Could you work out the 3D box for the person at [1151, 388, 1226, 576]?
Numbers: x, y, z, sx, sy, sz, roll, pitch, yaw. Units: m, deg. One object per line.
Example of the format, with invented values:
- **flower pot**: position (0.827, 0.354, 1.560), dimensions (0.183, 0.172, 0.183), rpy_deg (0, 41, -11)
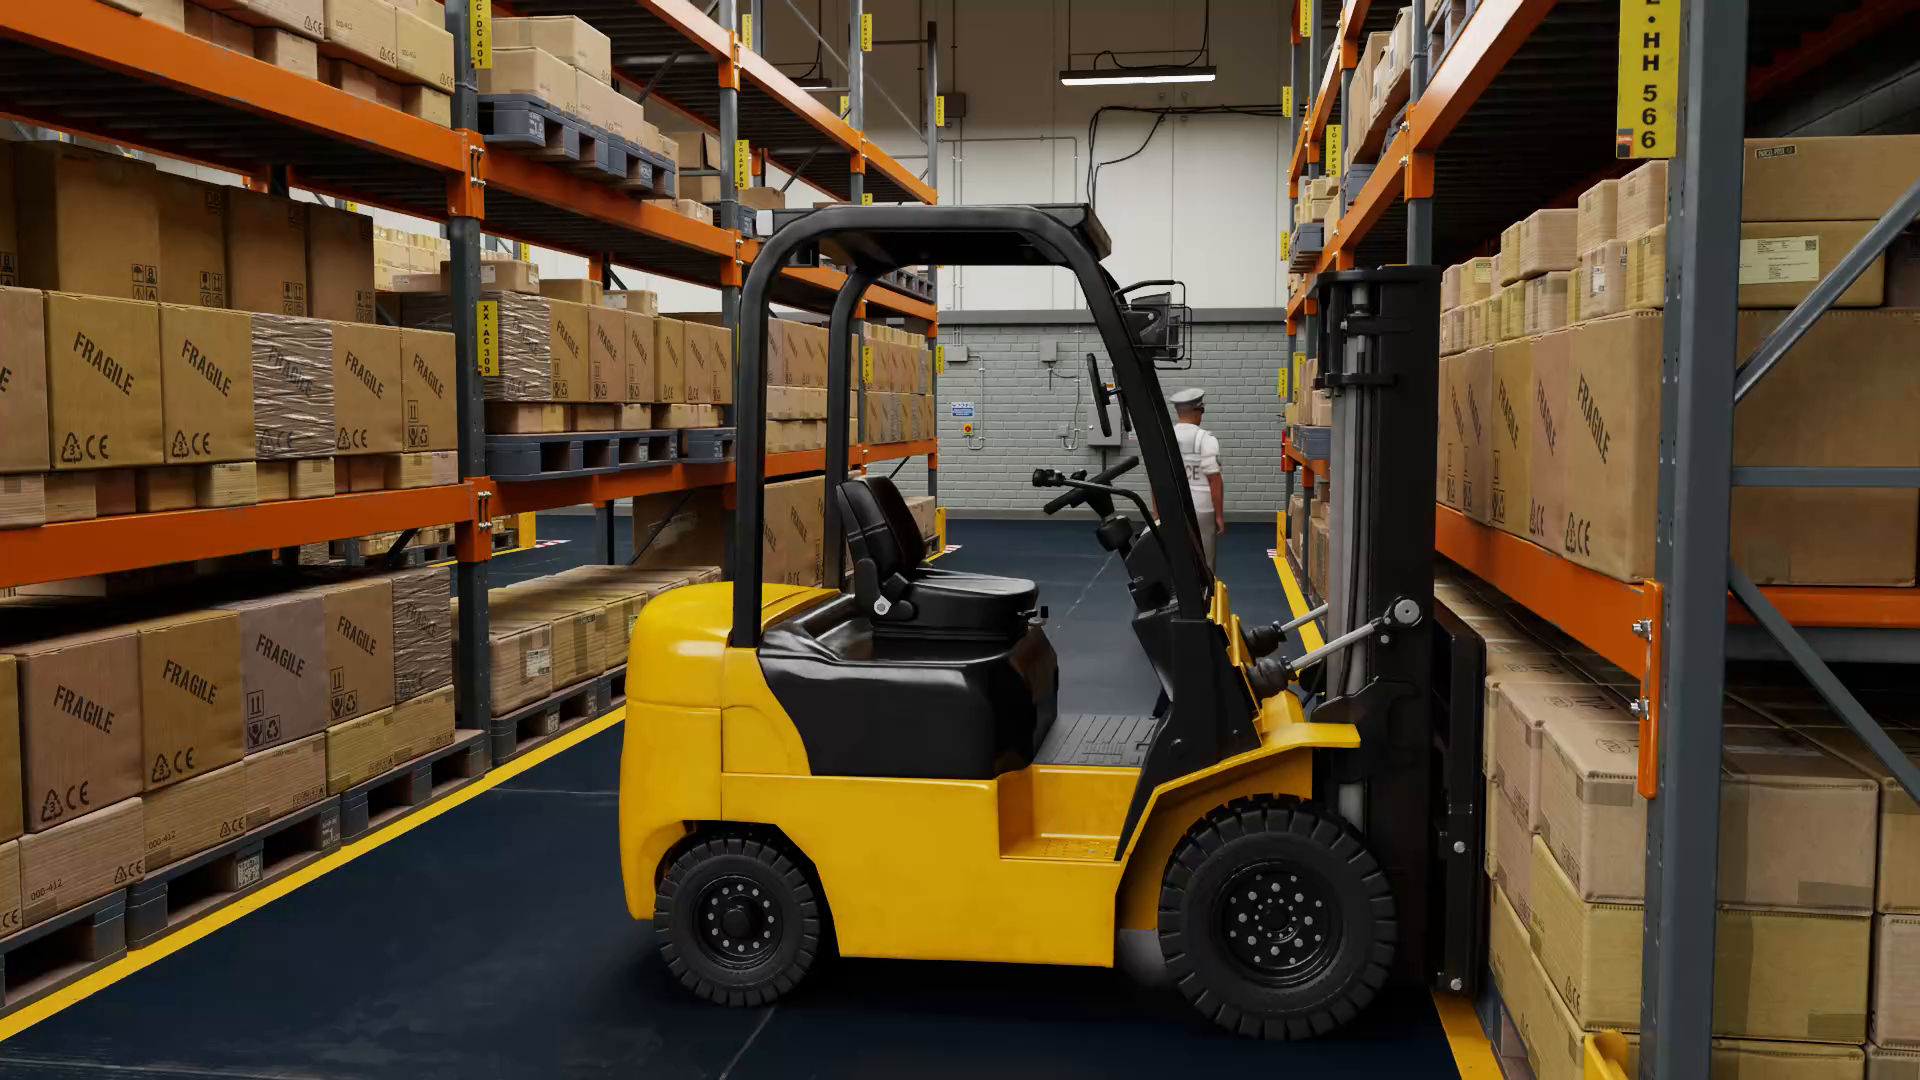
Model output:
- **person**: position (1.619, -0.173, 11.694), dimensions (0.540, 1.777, 0.412), rpy_deg (3, 5, 34)
